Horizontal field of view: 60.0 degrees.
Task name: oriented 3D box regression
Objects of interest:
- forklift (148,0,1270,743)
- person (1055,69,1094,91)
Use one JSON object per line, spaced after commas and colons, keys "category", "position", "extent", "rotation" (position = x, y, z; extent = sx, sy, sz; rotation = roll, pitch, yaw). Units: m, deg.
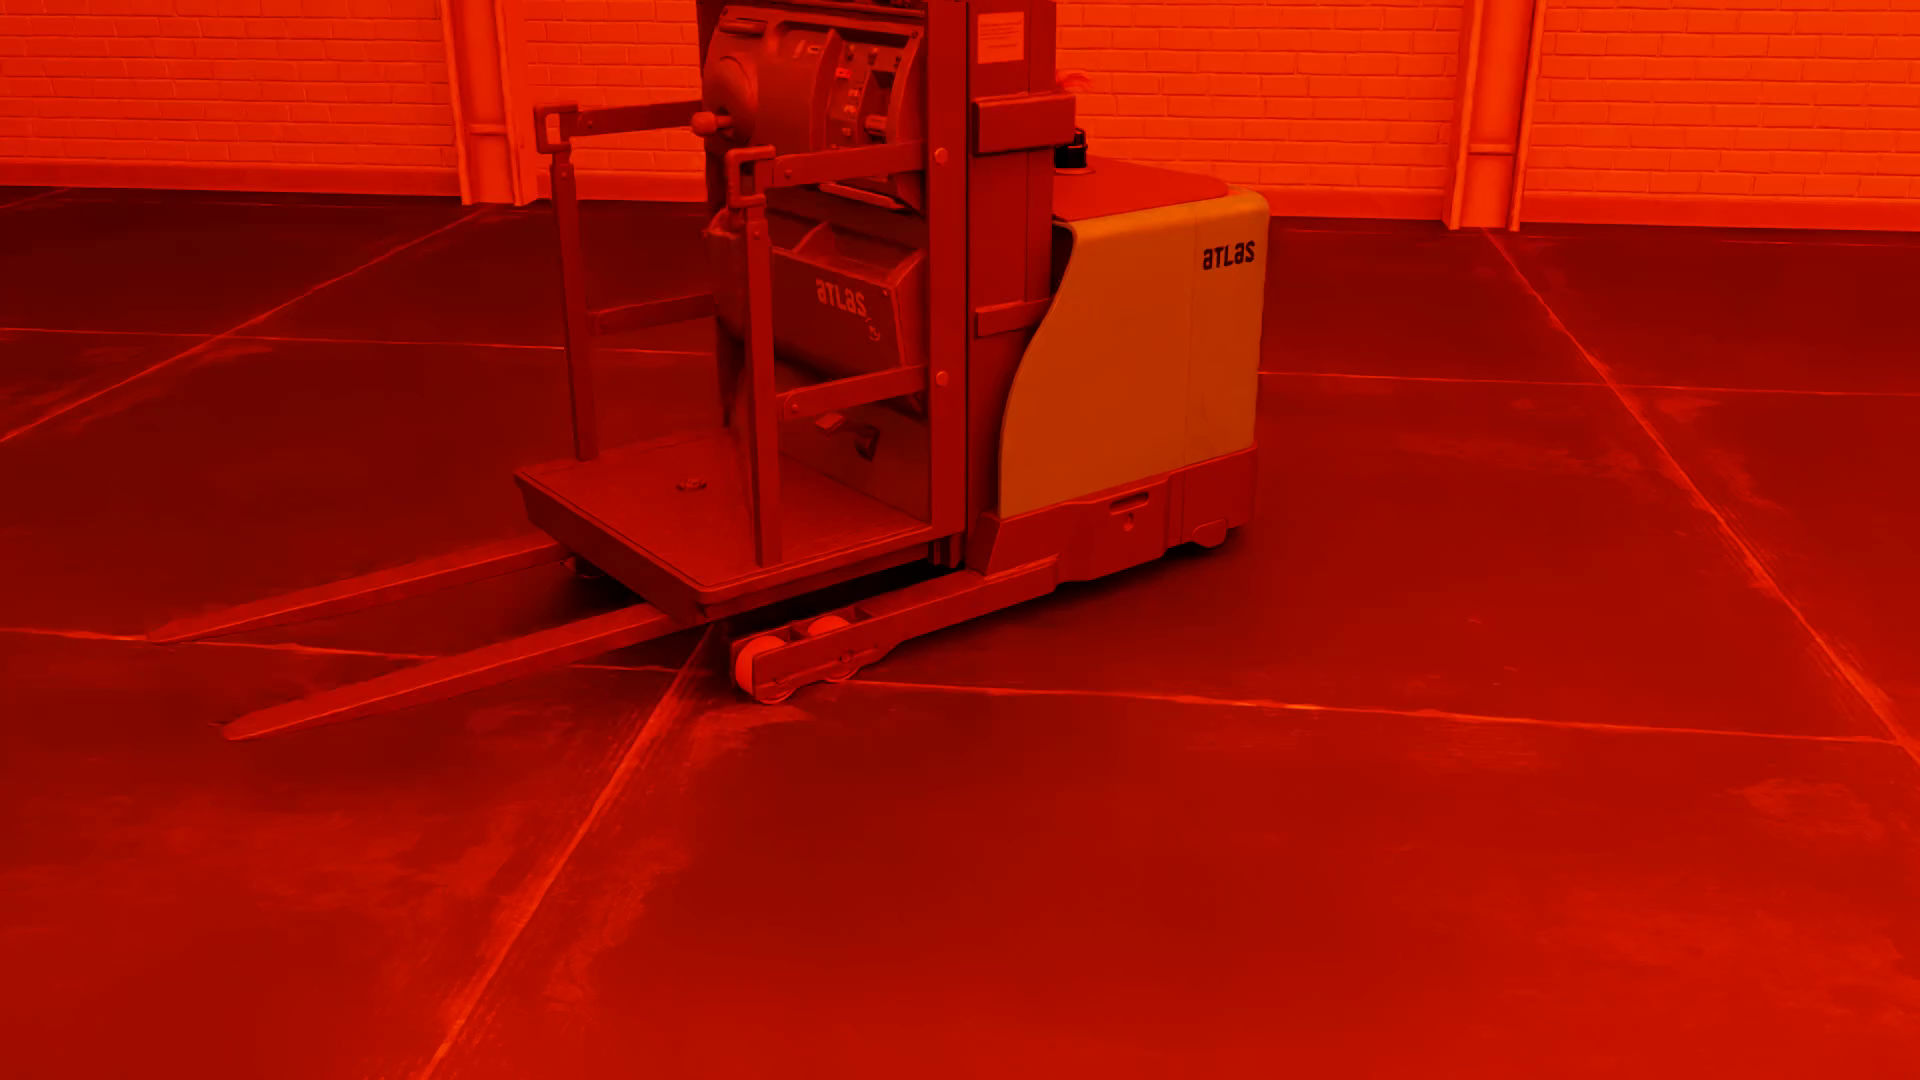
{"category": "forklift", "position": [-0.562, -1.173, 4.166], "extent": [3.031, 2.935, 1.130], "rotation": [-16, 27, -35]}
{"category": "person", "position": [0.317, -1.902, 7.724], "extent": [0.911, 1.647, 0.926], "rotation": [-11, 25, -26]}
